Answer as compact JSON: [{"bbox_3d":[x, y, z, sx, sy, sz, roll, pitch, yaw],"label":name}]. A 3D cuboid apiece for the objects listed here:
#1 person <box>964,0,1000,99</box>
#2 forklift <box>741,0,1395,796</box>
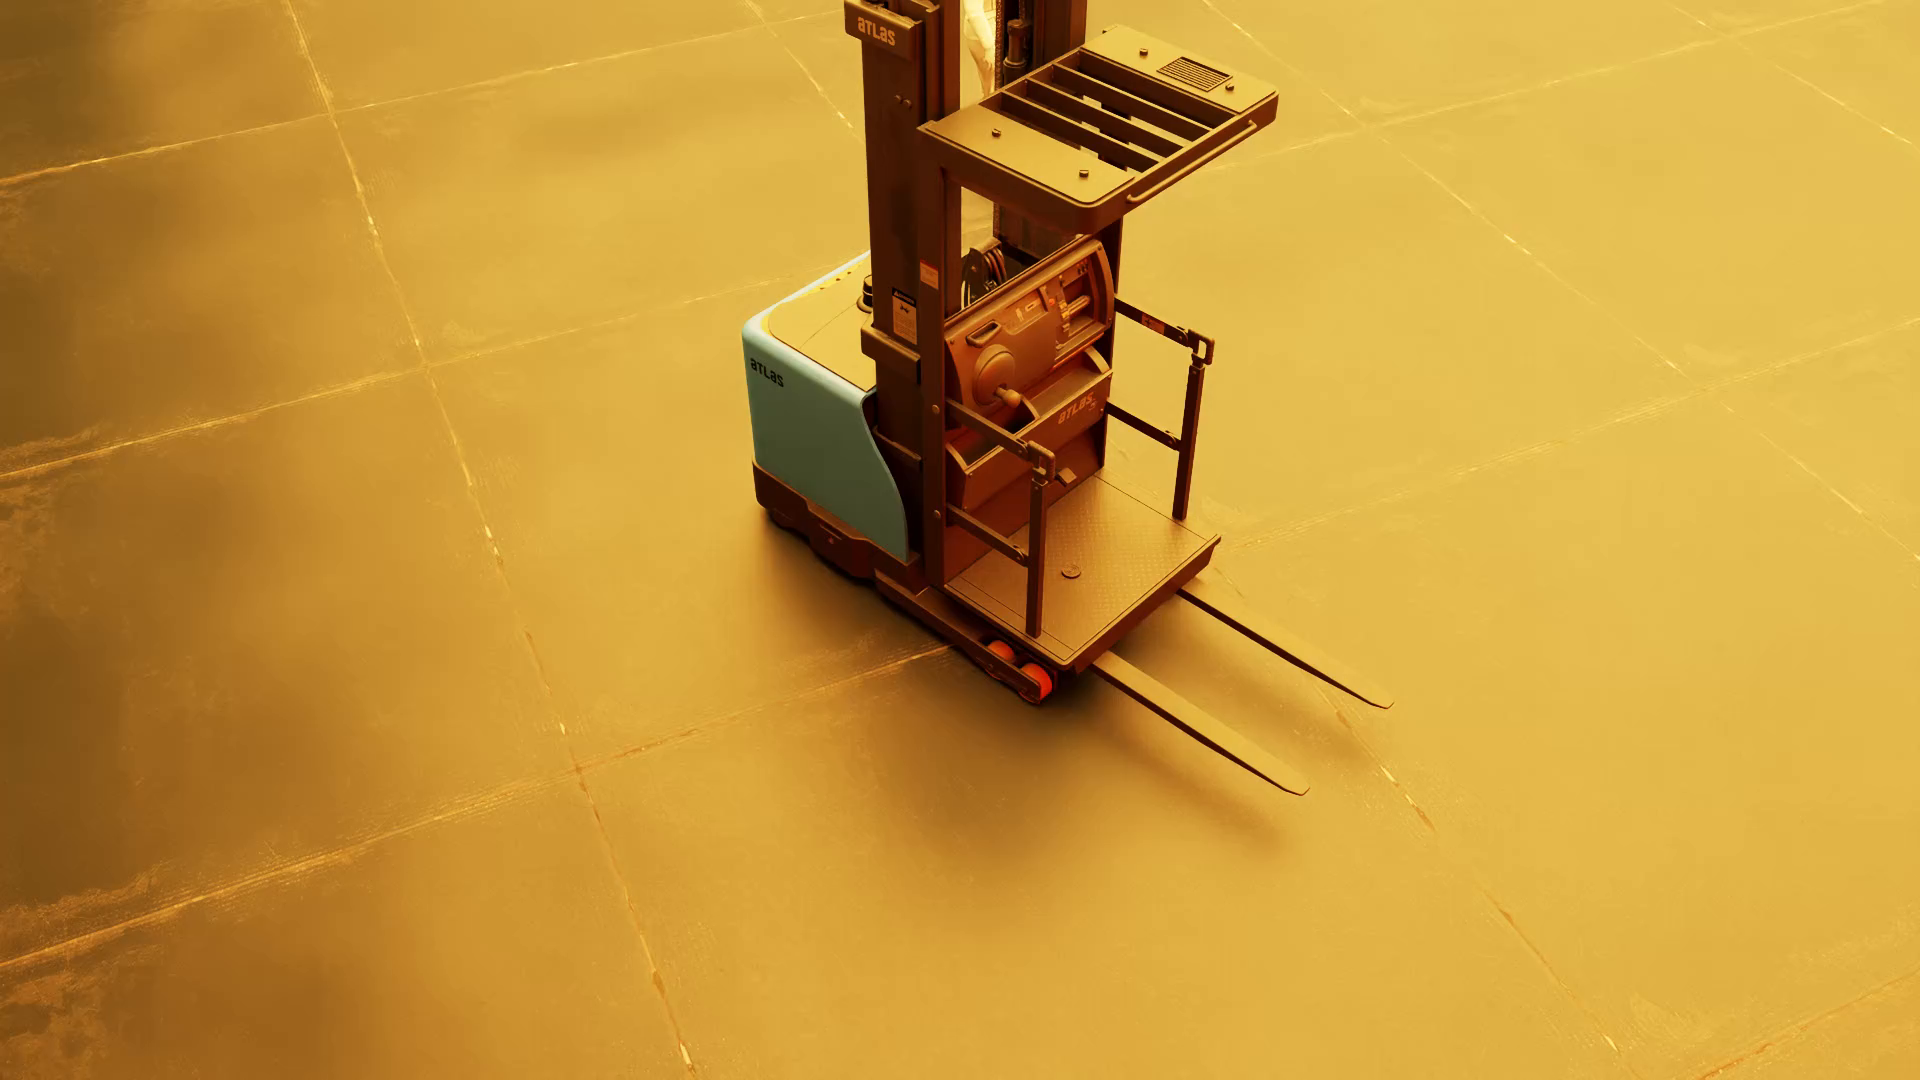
[{"bbox_3d":[0.249,-2.966,9.753,0.535,1.697,0.587,8,44,9],"label":"person"},{"bbox_3d":[0.445,-0.788,6.525,3.031,2.935,1.130,32,52,30],"label":"forklift"}]
